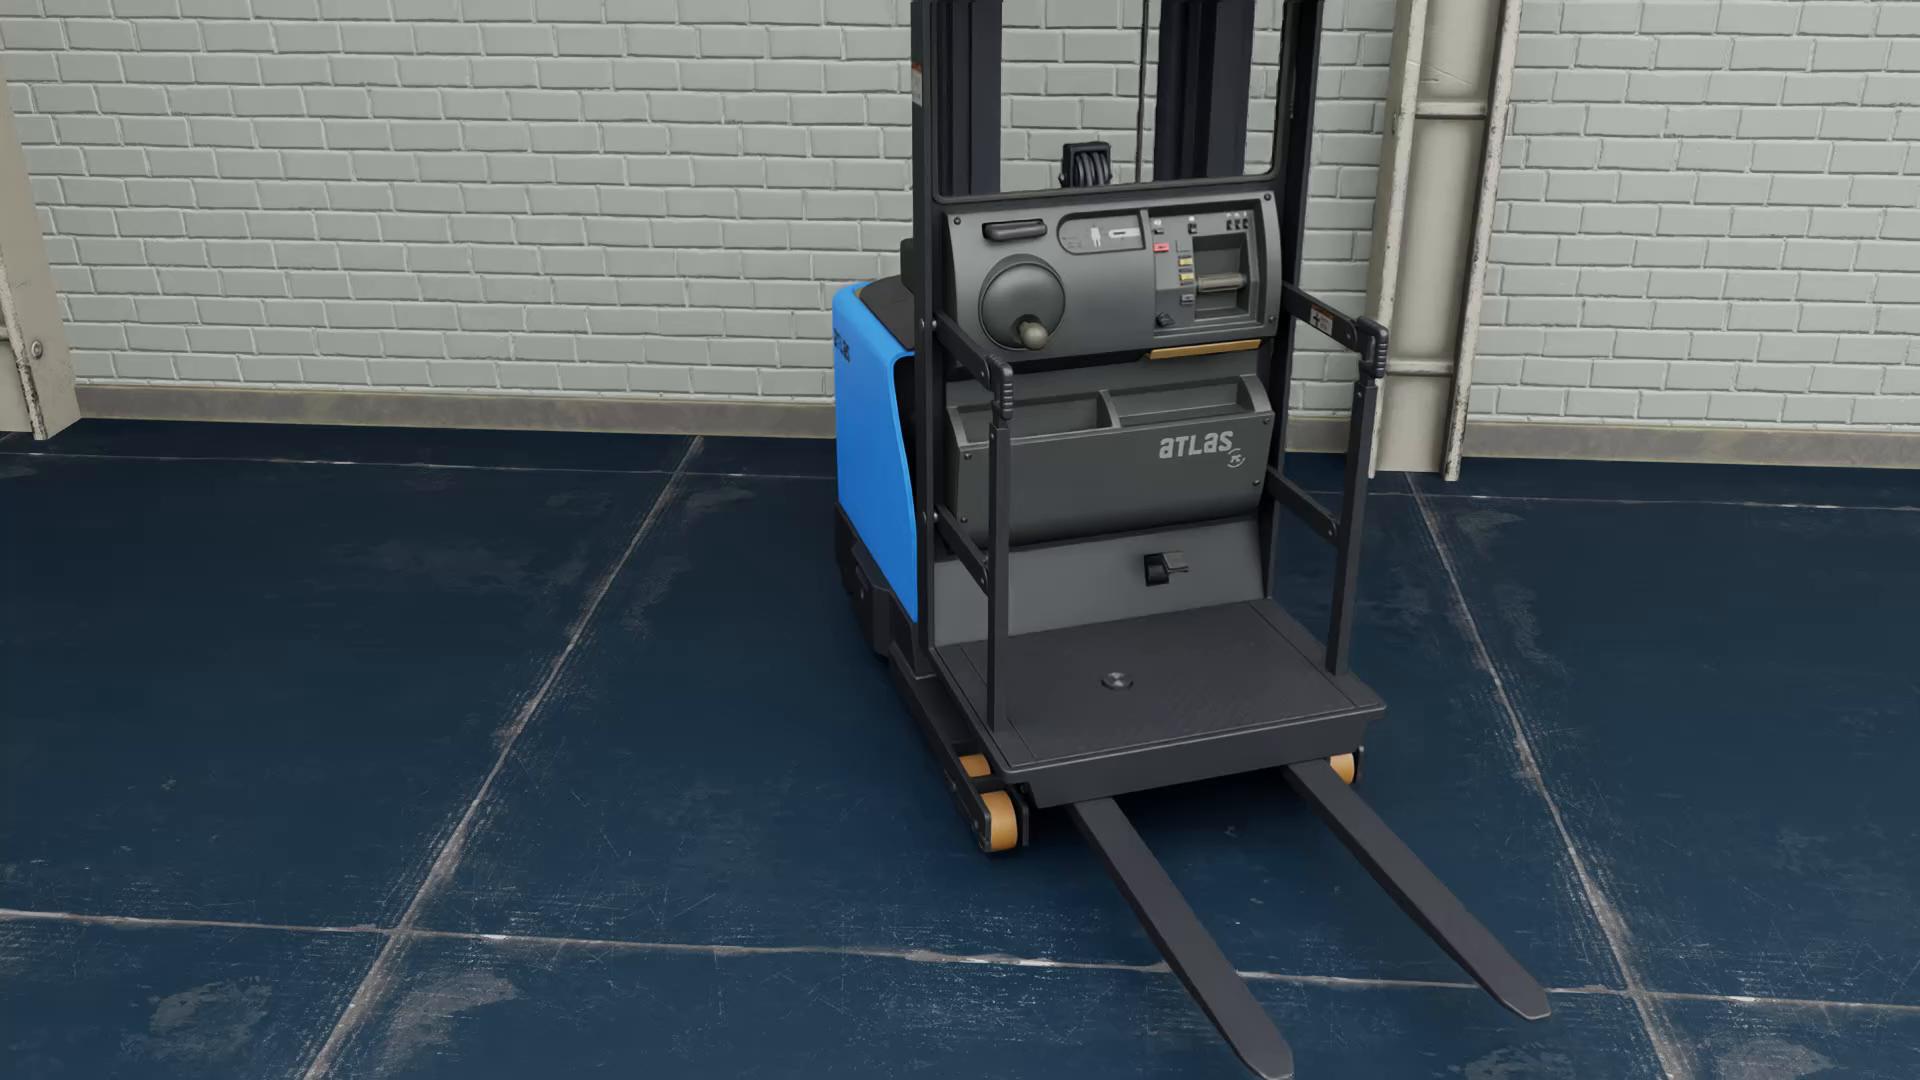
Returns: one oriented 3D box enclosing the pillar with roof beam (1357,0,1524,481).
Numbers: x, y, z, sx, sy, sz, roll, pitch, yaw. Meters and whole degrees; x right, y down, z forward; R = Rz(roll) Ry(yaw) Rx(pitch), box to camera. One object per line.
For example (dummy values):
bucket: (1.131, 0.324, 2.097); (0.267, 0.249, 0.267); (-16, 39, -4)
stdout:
pillar with roof beam: (1.515, -2.605, 1.146); (0.400, 9.000, 9.100); (2, 25, 4)

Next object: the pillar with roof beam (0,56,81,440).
pillar with roof beam: (-4.467, -2.797, 1.563); (0.400, 9.000, 9.100); (2, 25, 4)

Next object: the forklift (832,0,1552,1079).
forklift: (0.486, -0.684, 4.230); (1.130, 2.935, 3.031); (-7, 26, -16)
